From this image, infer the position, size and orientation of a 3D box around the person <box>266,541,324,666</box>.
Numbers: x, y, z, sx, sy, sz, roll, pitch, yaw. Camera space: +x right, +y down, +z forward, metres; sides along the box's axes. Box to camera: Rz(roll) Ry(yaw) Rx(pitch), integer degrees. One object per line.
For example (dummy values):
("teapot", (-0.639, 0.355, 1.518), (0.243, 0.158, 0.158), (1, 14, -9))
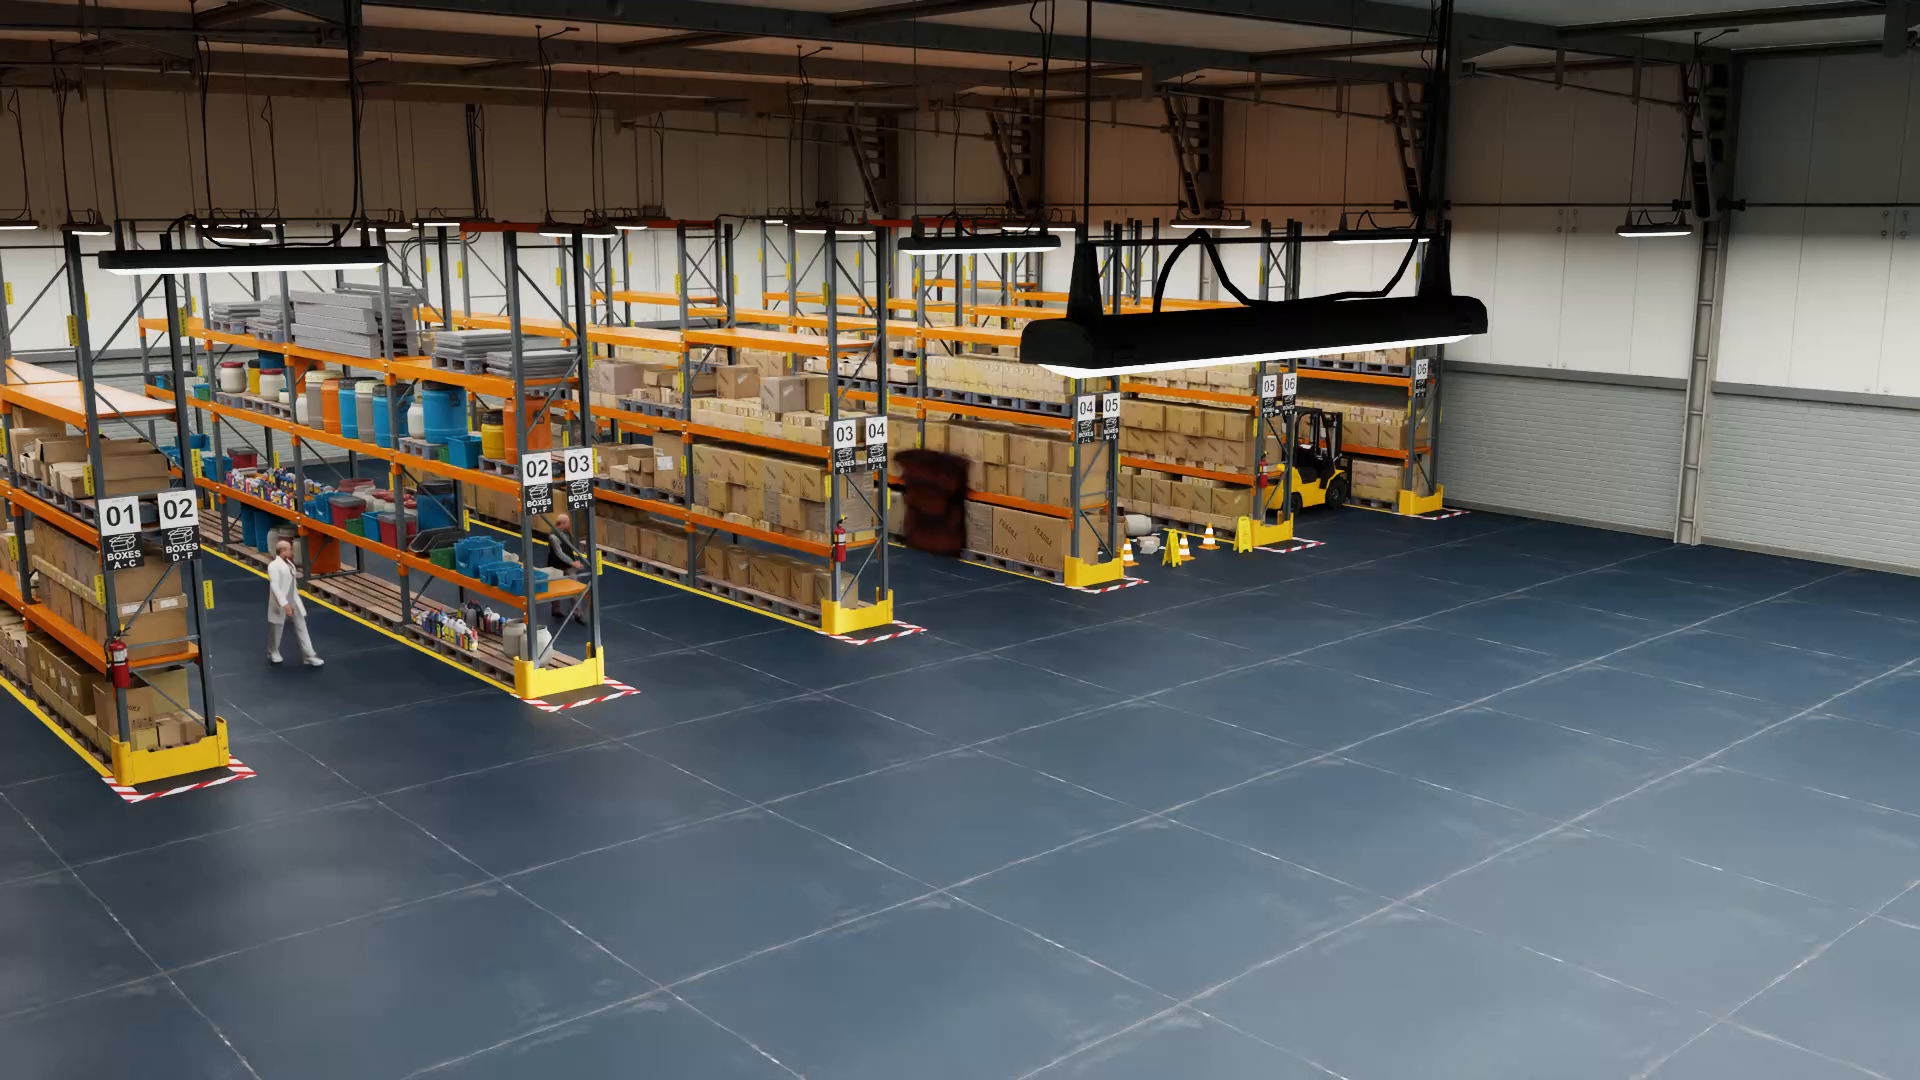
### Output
("person", (-9.311, 0.875, 23.001), (1.091, 1.720, 0.497), (9, 15, 39))

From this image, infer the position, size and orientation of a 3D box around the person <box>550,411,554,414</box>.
("person", (-9.858, -2.457, 39.605), (0.607, 1.765, 0.843), (2, 12, 10))

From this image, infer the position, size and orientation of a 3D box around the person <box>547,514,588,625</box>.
("person", (-6.056, 0.432, 25.357), (0.461, 1.684, 0.900), (-9, 15, -39))
